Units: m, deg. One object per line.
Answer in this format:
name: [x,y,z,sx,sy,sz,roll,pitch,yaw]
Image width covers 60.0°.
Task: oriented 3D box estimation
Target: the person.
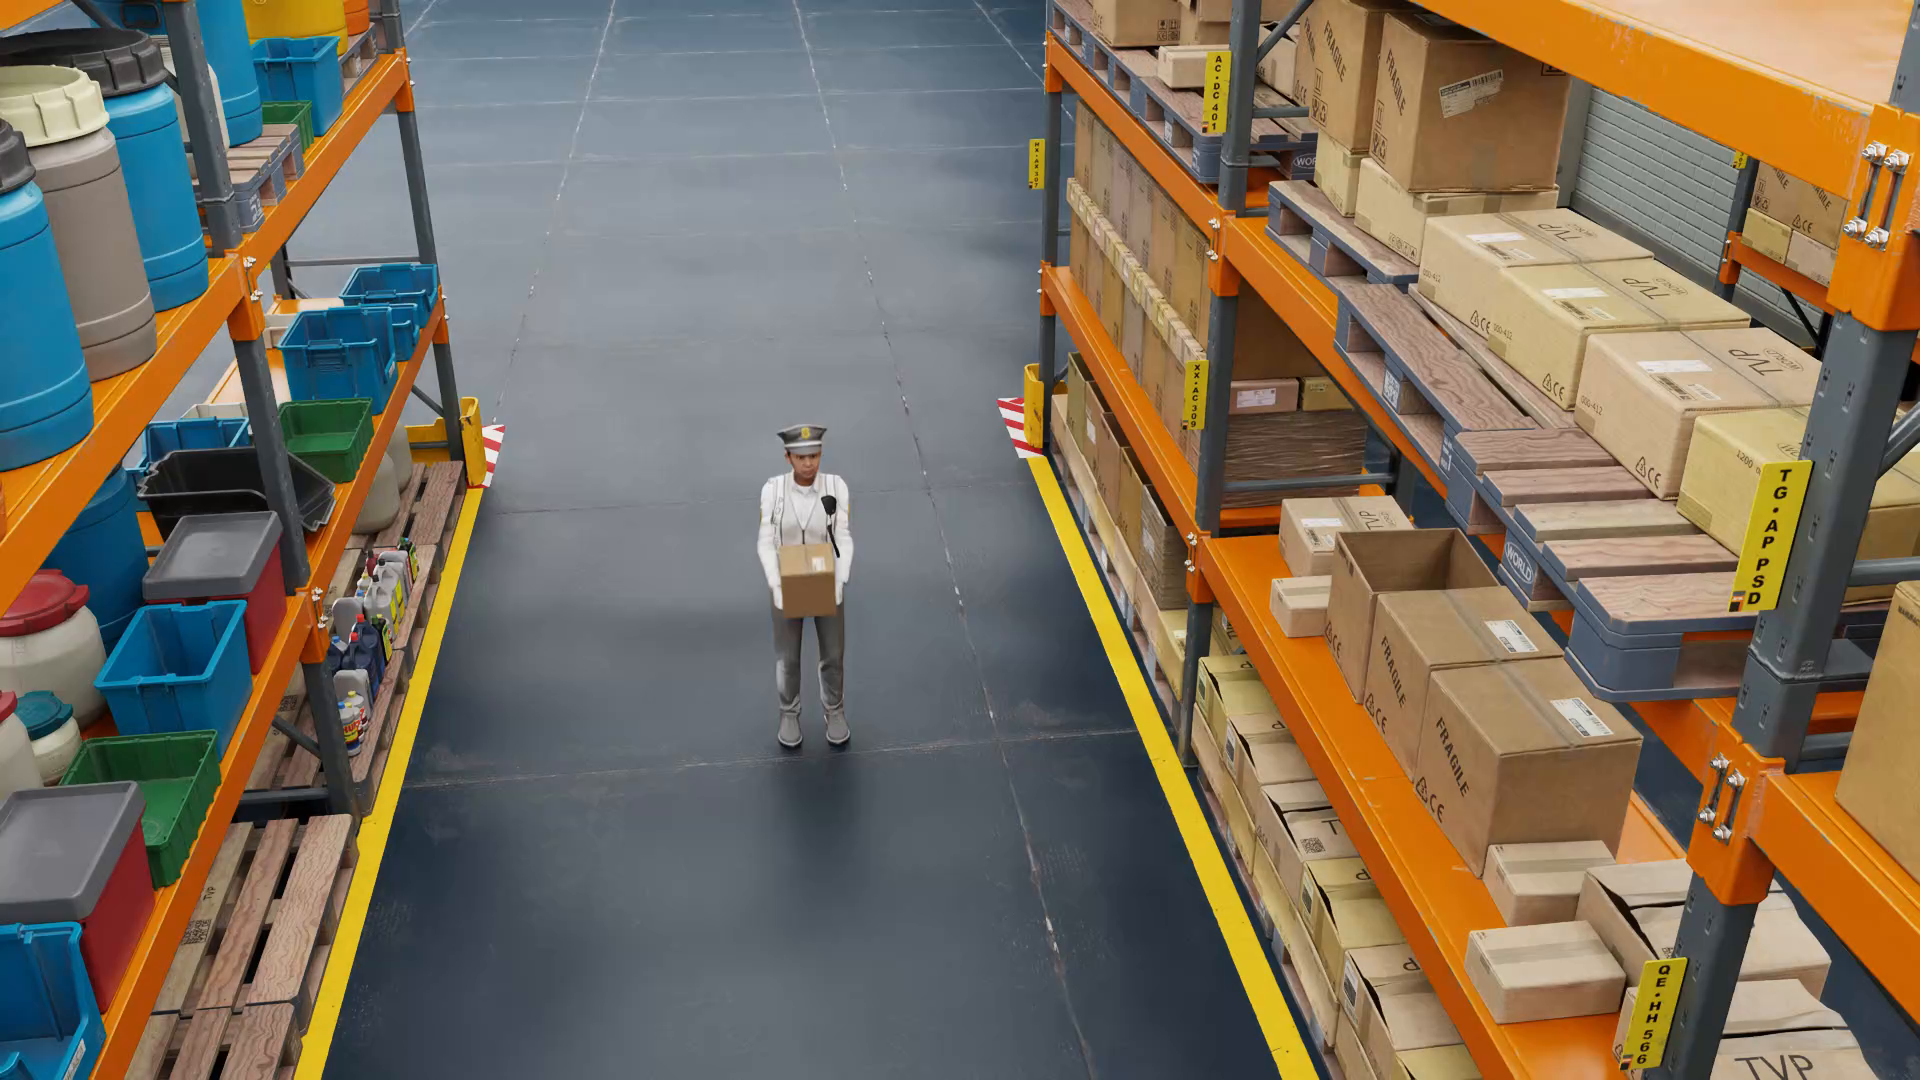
person: [-0.744,0.248,8.110,0.456,1.686,0.563,-4,28,-7]
